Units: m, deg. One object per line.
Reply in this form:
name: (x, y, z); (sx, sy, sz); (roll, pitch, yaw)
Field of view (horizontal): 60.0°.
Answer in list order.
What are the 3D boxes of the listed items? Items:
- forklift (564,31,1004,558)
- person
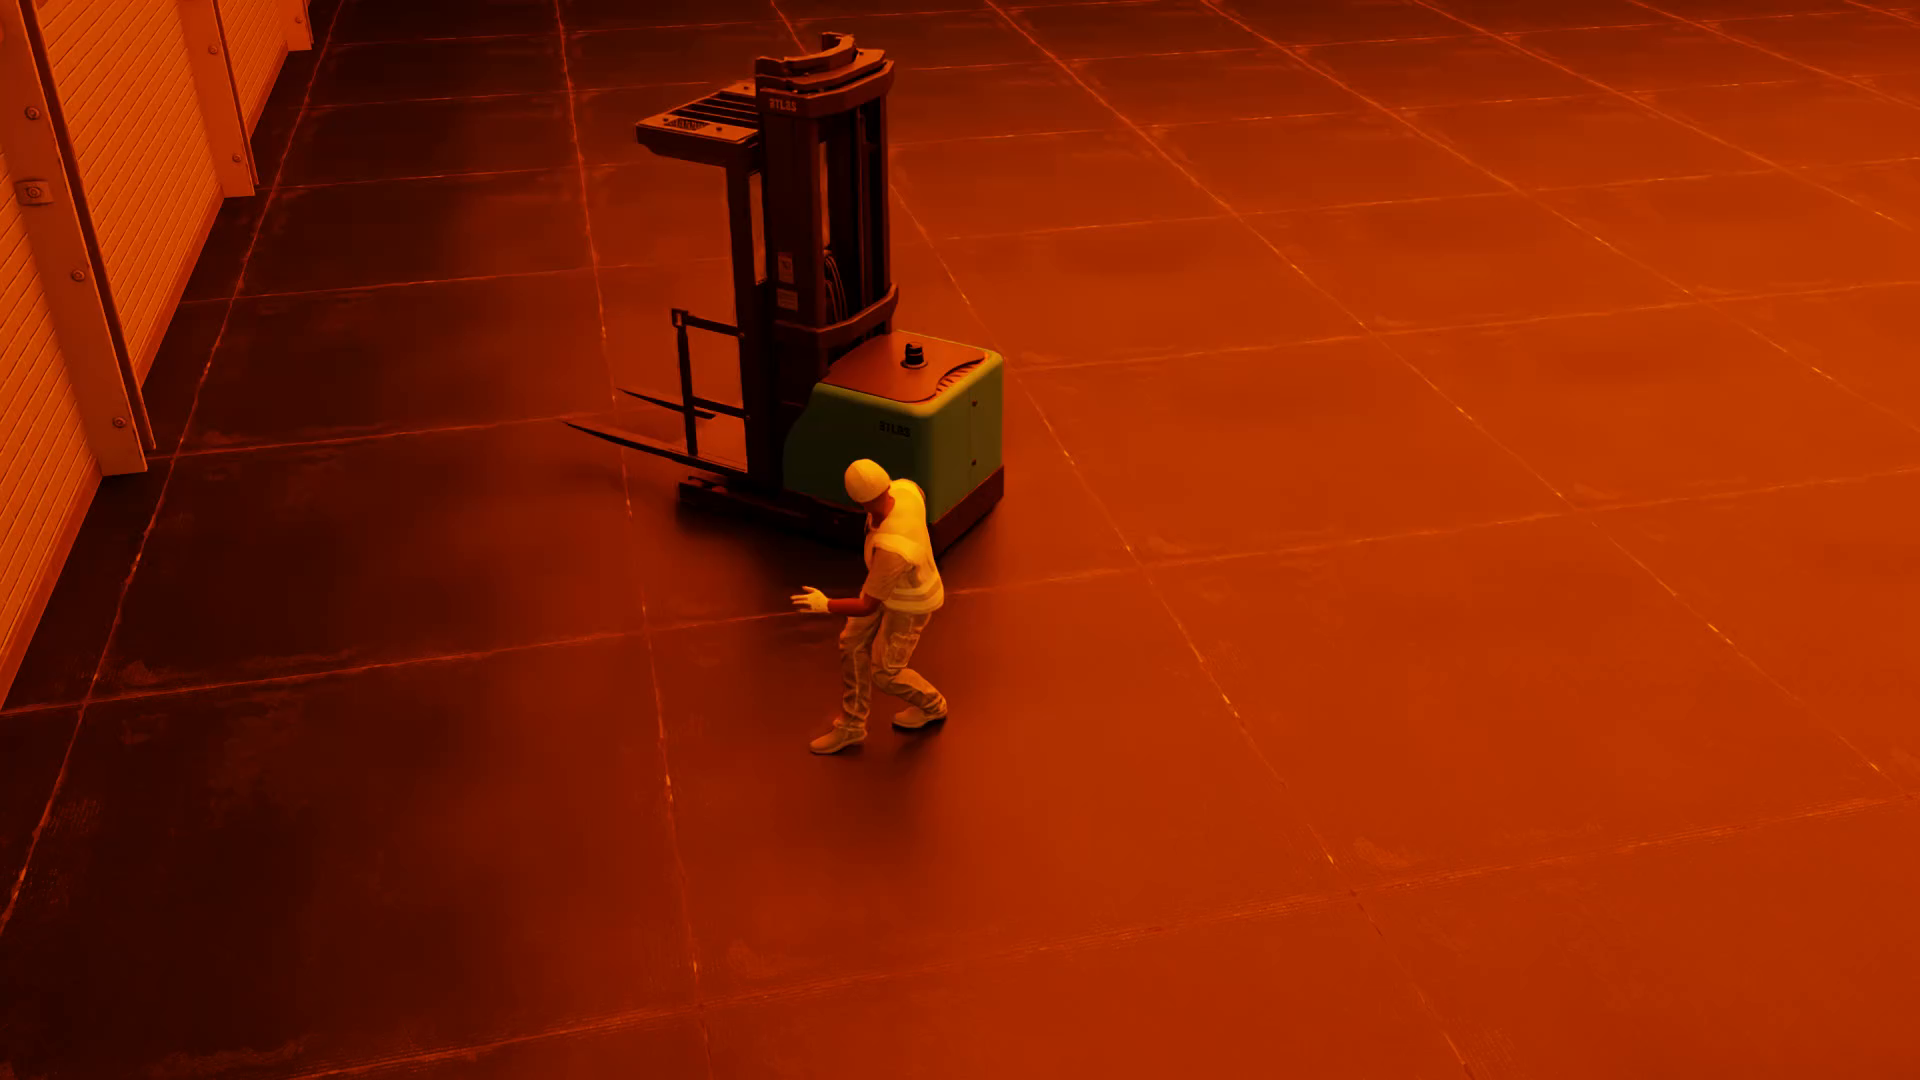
forklift: (-1.252, -1.666, 10.452); (3.031, 2.935, 1.130); (16, 34, 25)
person: (-0.480, 0.258, 8.443); (0.810, 1.613, 0.808); (-9, 31, -15)
